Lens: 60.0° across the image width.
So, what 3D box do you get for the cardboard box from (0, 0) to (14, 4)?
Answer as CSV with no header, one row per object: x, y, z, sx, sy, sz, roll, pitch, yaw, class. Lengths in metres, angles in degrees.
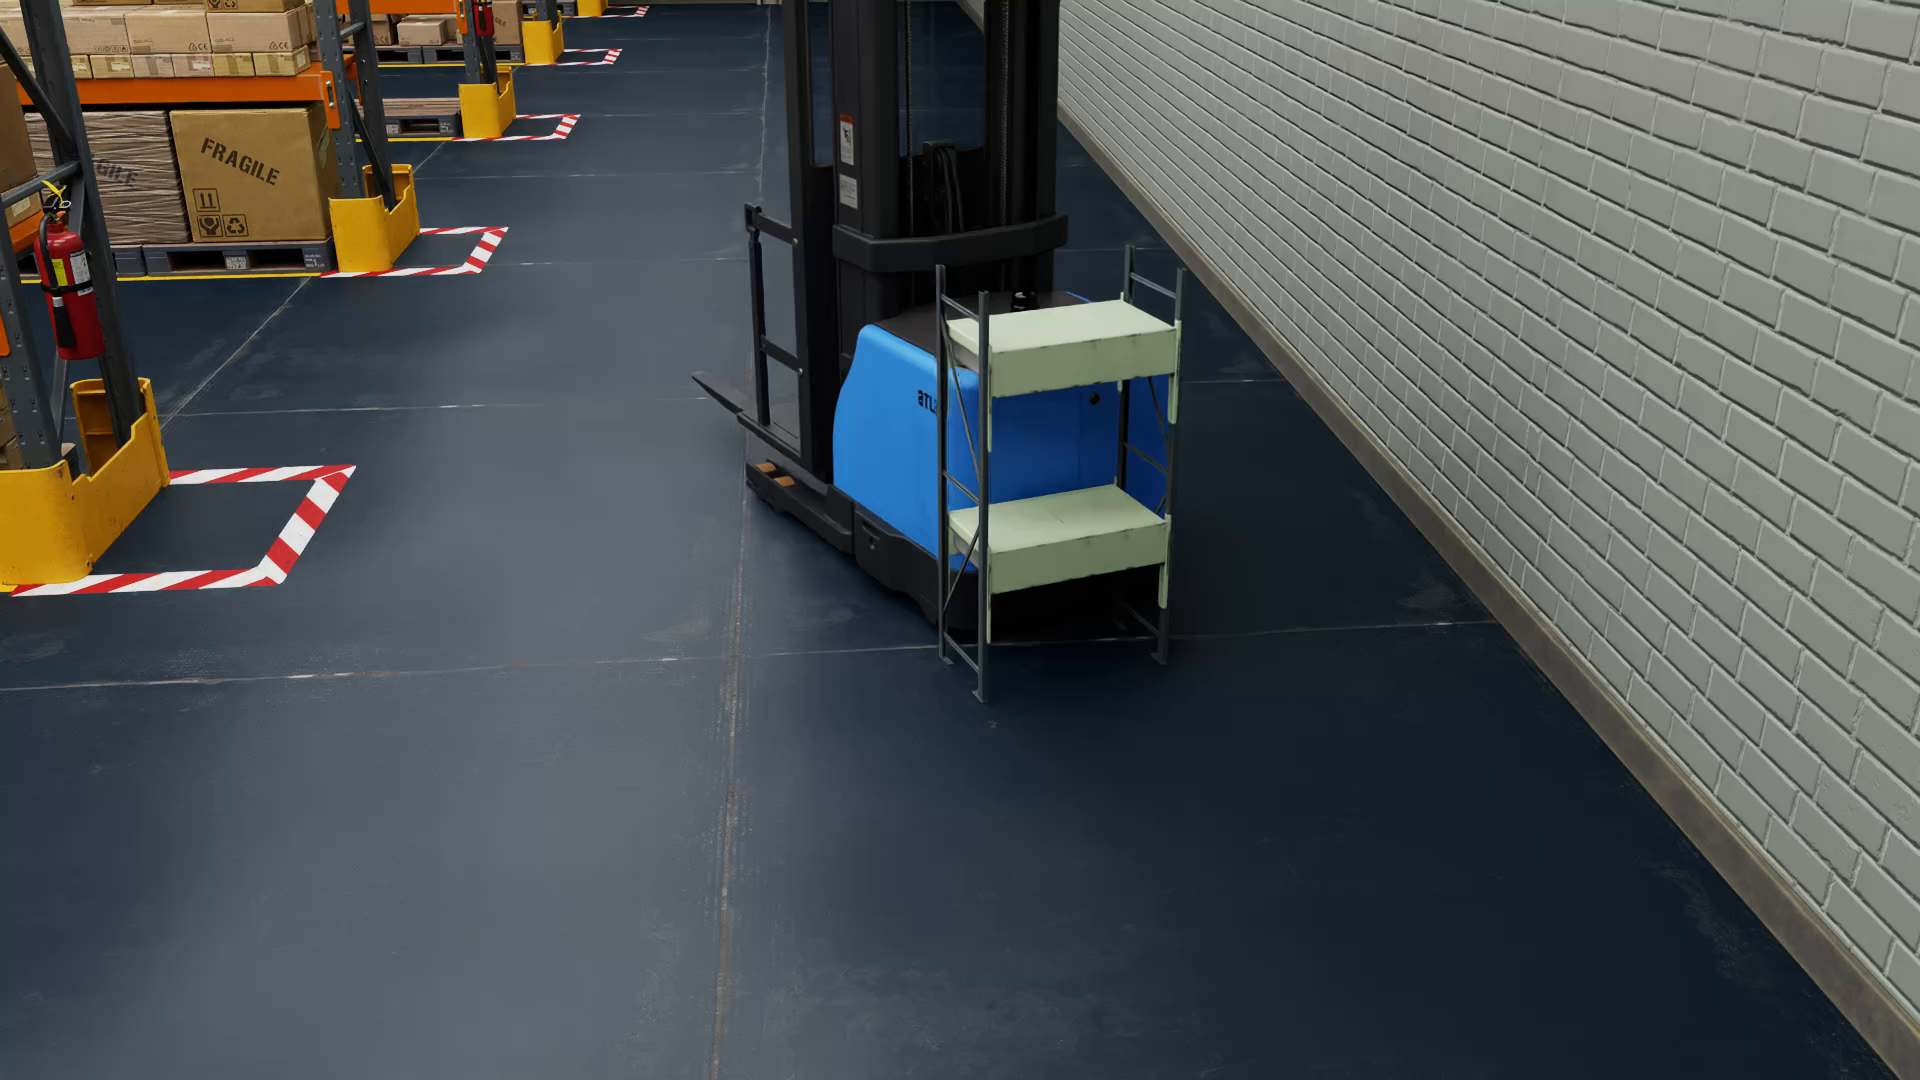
-6.709,-3.510,11.272,0.500,0.250,0.500,-2,24,-4,cardboard box

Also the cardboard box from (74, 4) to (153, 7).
-5.685,-3.552,11.366,0.500,0.250,0.500,-3,24,-7,cardboard box

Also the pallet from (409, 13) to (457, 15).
-7.624,-8.057,25.118,1.213,0.211,1.003,-2,24,-5,pallet

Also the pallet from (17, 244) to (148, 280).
-6.164,-2.051,11.605,1.213,0.211,1.003,-2,24,-5,pallet

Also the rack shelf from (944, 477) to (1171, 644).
0.345,0.062,6.062,0.720,0.370,0.431,-10,25,-21,rack shelf

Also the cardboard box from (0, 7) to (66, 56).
-6.150,-3.314,10.832,0.500,0.250,0.500,-2,24,-5,cardboard box

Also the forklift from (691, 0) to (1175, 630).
-0.329,-1.550,7.128,1.130,2.935,3.031,-14,27,-28,forklift

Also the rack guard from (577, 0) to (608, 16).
-5.601,-8.301,25.311,0.348,0.500,1.175,-2,24,-5,rack guard

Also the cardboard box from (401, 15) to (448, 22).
-6.698,-6.438,20.885,0.500,0.250,0.500,-2,24,-5,cardboard box

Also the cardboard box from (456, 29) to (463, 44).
-6.063,-6.246,20.555,0.250,0.166,0.380,-2,24,-5,cardboard box

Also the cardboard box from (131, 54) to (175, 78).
-5.244,-3.144,10.939,0.250,0.149,0.380,-2,24,-4,cardboard box

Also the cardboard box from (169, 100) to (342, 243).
-4.793,-2.599,11.504,0.875,0.875,0.875,-2,24,-5,cardboard box

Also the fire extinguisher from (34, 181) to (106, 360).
-3.481,-1.045,6.463,0.183,0.674,0.296,-2,24,-5,fire extinguisher

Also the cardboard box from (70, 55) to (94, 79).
-5.761,-3.122,10.891,0.250,0.149,0.380,-2,24,-5,cardboard box

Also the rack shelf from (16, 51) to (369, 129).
-6.155,-3.028,11.254,4.000,0.370,1.077,-2,24,-5,rack shelf

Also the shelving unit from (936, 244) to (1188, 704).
0.344,-0.236,5.931,0.755,1.500,0.431,-10,25,-21,shelving unit

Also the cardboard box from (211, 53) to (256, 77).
-4.745,-3.163,10.983,0.250,0.149,0.380,-2,24,-5,cardboard box

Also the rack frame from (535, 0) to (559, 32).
-5.134,-7.440,20.297,0.127,3.000,1.000,-2,24,-5,rack frame

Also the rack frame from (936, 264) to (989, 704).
0.008,-0.178,5.799,0.023,1.500,0.400,-10,25,-21,rack frame

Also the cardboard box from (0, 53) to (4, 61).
-4.250,-2.155,6.686,0.500,0.500,0.500,-2,24,-5,cardboard box

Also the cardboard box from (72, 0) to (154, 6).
-5.681,-3.893,11.211,0.500,0.500,0.500,-3,24,-7,cardboard box

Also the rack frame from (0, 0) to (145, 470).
-3.777,-1.427,6.768,0.127,3.000,1.000,-2,24,-5,rack frame

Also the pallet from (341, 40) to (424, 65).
-7.214,-6.083,20.677,1.213,0.211,1.003,-2,24,-5,pallet

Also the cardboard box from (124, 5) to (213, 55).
-5.125,-3.357,10.928,0.500,0.250,0.500,-3,24,-6,cardboard box

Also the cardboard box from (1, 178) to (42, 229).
-4.132,-1.432,7.088,0.250,0.149,0.380,-2,24,-6,cardboard box

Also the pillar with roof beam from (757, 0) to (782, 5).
-2.600,-10.901,20.697,0.400,9.000,9.100,-2,24,-5,pillar with roof beam

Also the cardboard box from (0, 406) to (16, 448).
-4.324,-0.535,7.388,0.250,0.149,0.380,-1,24,-3,cardboard box

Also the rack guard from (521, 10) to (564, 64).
-5.210,-6.295,20.798,0.348,0.500,1.175,-2,24,-5,rack guard

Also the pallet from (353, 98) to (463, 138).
-5.476,-4.147,16.320,1.213,0.211,1.003,-2,24,-5,pallet

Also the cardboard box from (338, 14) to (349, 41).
-7.829,-6.421,20.771,0.500,0.311,0.500,-2,24,-5,cardboard box

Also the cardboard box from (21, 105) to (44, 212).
-6.585,-2.527,11.342,0.875,0.875,0.875,-2,24,-5,cardboard box

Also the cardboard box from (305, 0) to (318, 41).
-4.668,-3.594,11.460,0.500,0.250,0.500,-3,24,-7,cardboard box

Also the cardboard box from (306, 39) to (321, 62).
-4.550,-3.441,11.607,0.250,0.149,0.380,-2,24,-5,cardboard box

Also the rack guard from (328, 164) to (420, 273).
-4.140,-2.295,11.798,0.348,0.500,1.175,-2,24,-5,rack guard
